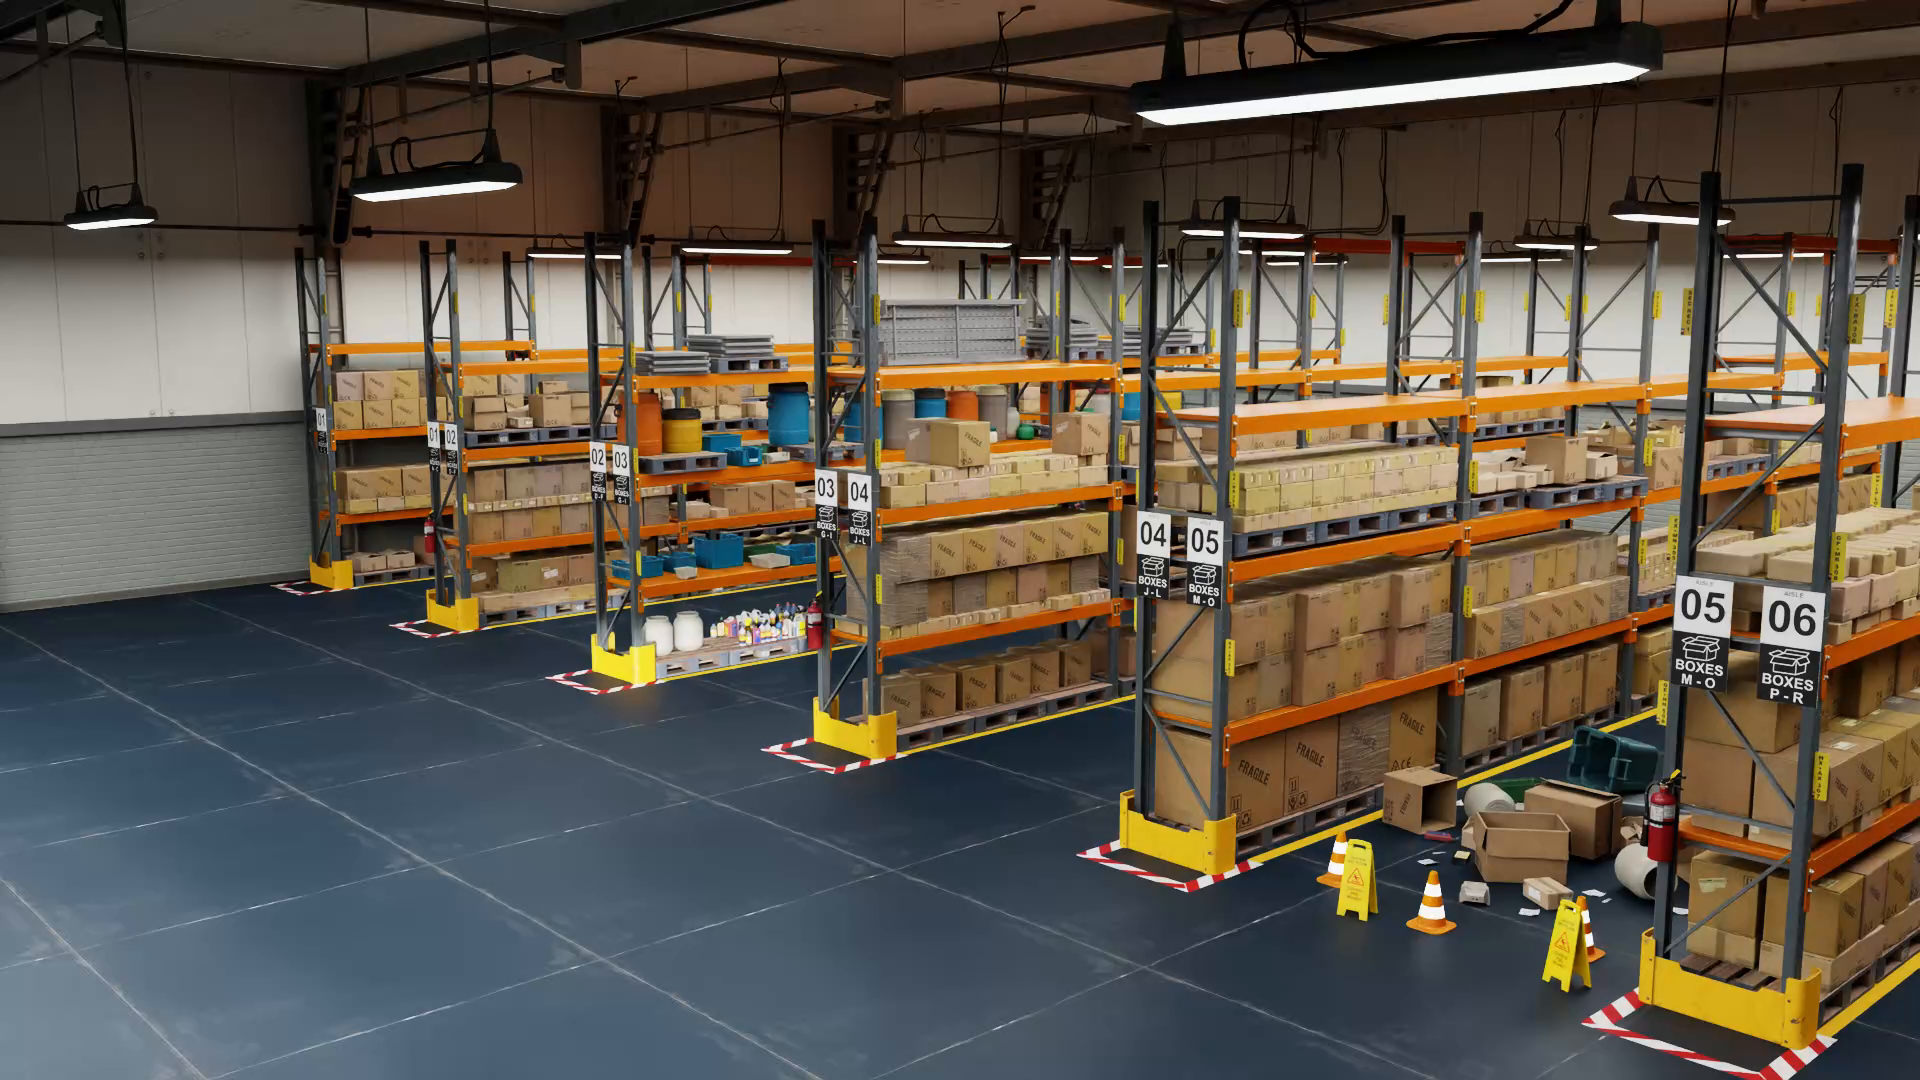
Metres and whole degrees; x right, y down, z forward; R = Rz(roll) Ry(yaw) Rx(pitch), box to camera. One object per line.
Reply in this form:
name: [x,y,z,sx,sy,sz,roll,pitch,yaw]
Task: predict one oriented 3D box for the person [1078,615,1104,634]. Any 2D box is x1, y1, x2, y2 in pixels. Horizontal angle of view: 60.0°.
person: [1.876,0.524,24.058,0.580,1.832,0.620,1,8,5]
